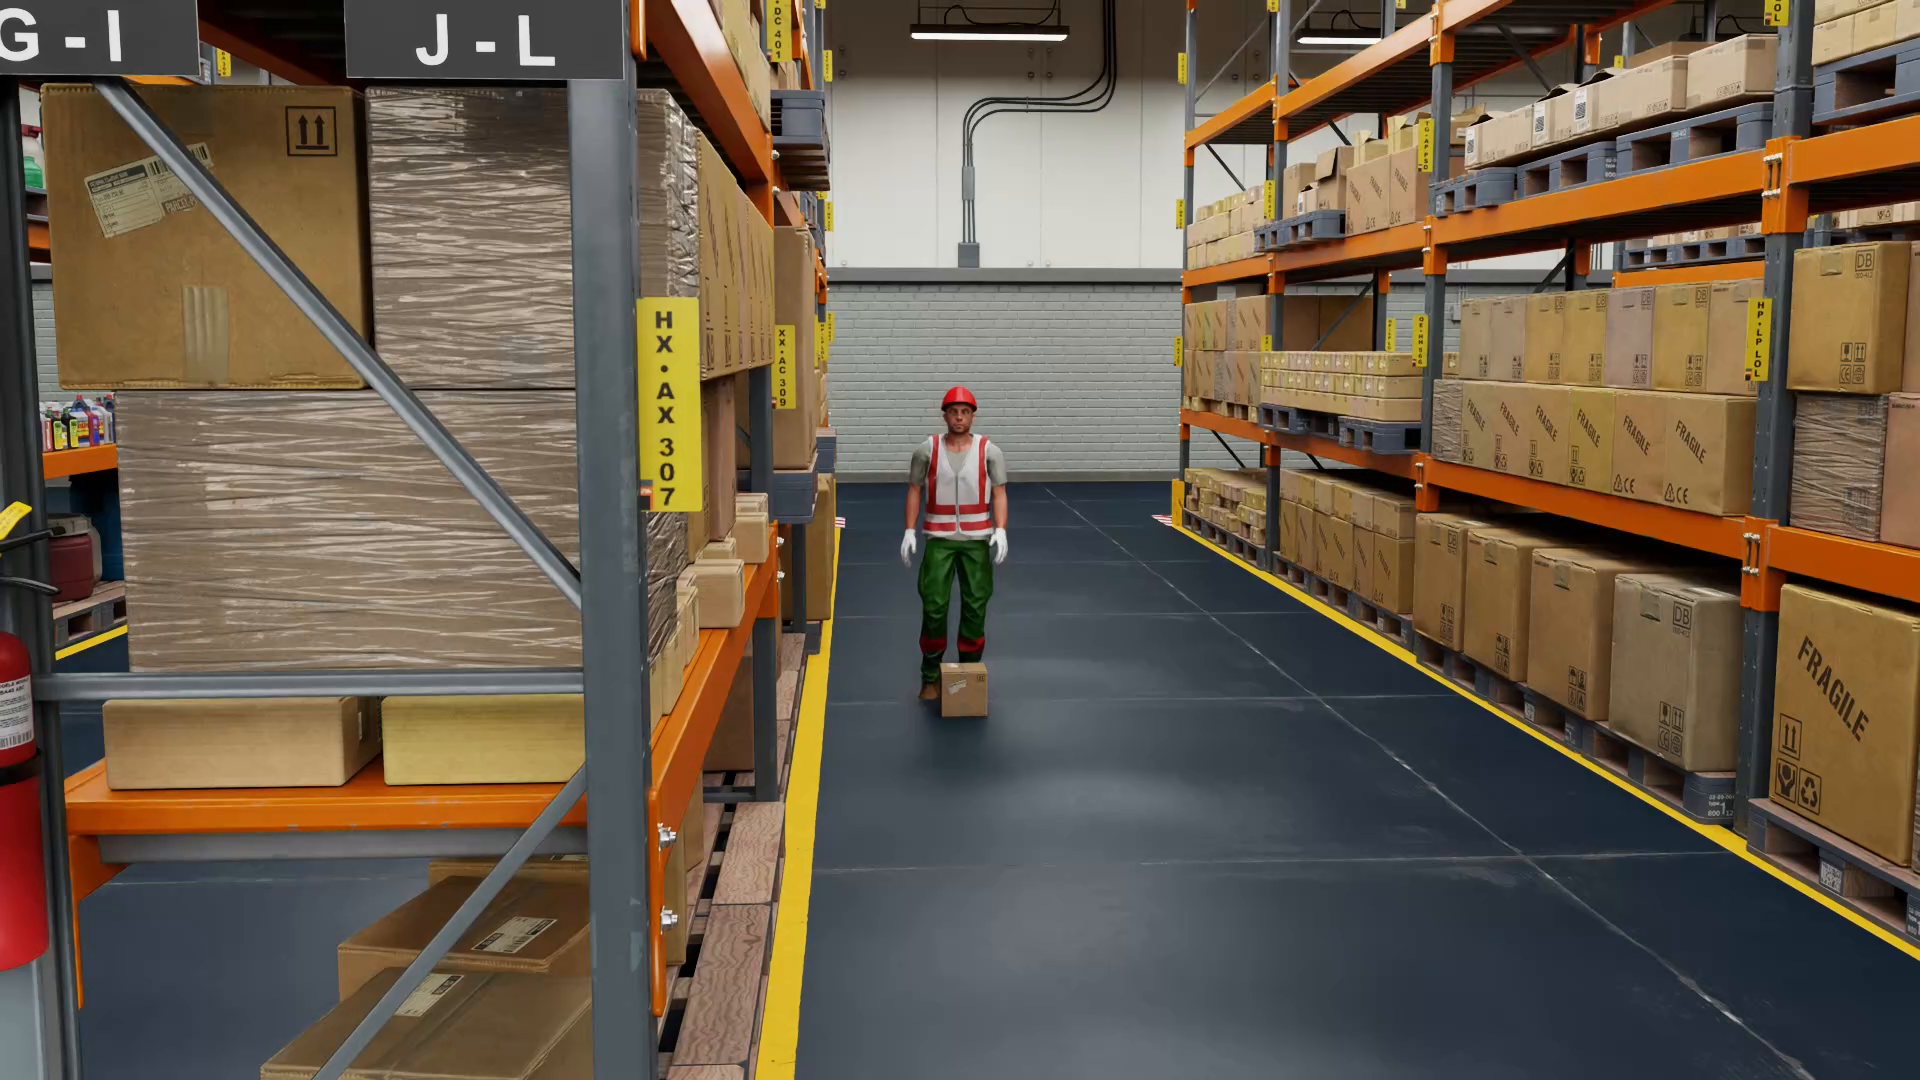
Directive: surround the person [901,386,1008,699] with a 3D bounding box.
[{"bbox_3d":[-0.032,0.050,9.535,0.616,1.860,0.422,0,7,-3],"label":"person"}]
